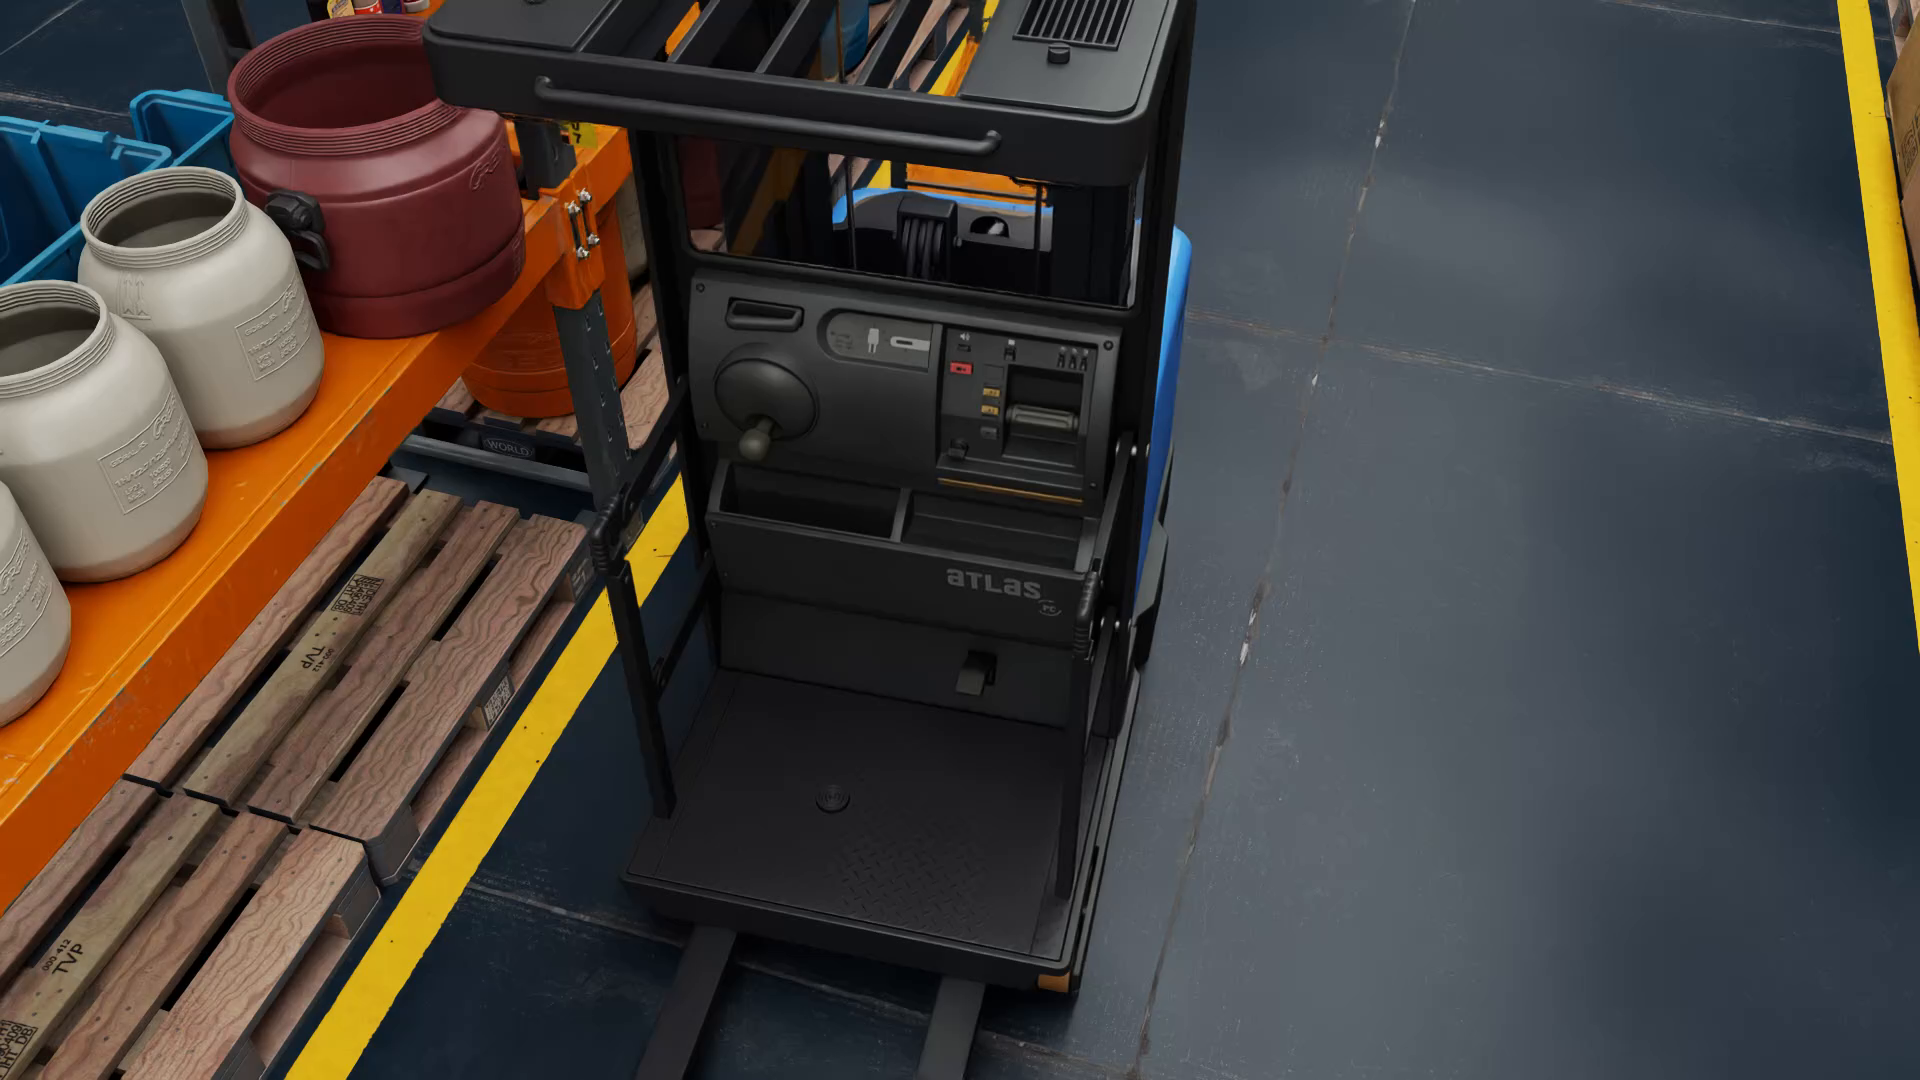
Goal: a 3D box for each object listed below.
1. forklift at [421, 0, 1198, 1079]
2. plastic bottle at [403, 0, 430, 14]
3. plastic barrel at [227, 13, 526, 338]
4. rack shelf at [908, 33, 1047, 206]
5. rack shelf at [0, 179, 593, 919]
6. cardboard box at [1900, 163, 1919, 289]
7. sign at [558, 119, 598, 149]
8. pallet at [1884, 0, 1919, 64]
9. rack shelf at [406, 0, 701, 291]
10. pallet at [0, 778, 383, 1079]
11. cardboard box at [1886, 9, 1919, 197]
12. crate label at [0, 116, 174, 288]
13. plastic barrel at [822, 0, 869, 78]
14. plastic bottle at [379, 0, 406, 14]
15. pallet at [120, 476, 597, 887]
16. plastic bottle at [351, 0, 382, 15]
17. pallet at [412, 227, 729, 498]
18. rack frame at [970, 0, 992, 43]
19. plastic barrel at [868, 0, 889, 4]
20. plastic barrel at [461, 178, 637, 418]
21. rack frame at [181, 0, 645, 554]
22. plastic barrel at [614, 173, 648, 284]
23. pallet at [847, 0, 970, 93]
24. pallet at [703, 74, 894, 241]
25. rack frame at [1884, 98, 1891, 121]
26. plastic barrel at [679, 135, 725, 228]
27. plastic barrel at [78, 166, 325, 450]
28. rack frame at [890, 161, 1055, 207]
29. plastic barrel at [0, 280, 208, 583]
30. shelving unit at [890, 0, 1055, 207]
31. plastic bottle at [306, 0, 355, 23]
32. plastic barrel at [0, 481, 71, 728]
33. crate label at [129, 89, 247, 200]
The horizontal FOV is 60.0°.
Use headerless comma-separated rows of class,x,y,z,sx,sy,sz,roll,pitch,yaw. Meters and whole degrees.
forklift,-0.177,-0.233,3.392,1.130,2.935,3.031,9,45,9
plastic bottle,-1.659,-1.693,4.977,0.097,0.201,0.097,0,44,0
plastic barrel,-1.348,-0.852,3.879,0.600,0.536,0.708,13,46,13
rack shelf,0.163,-1.216,5.270,0.538,0.278,1.000,9,45,9
rack shelf,-2.102,0.413,3.197,1.077,0.370,4.000,13,46,13
cardboard box,3.991,-1.158,5.508,1.225,0.875,0.875,11,45,11
sign,-0.970,-1.123,4.137,0.100,0.325,0.005,13,46,13
pallet,4.740,-2.288,7.437,1.003,0.211,1.213,13,46,13
rack shelf,-0.891,-2.253,5.922,1.077,0.370,4.000,13,46,13
pallet,-2.140,1.138,3.936,1.003,0.211,1.213,13,46,13
cardboard box,4.260,-1.754,6.117,1.225,0.875,0.875,13,46,13
crate label,-2.055,-0.585,3.677,0.502,0.435,0.616,13,46,13
plastic barrel,-0.681,-2.412,6.770,0.600,0.901,0.708,13,46,13
plastic bottle,-1.711,-1.649,4.874,0.061,0.283,0.133,13,46,13
pallet,-1.768,0.328,4.764,1.003,0.211,1.213,13,46,13
plastic bottle,-1.728,-1.539,4.820,0.097,0.201,0.097,0,44,0
pallet,-1.298,-0.715,5.829,1.003,0.211,1.213,13,46,13
rack frame,0.279,-1.353,5.828,0.500,1.125,0.032,9,45,9
plastic barrel,-0.466,-2.884,7.253,0.600,0.901,0.708,13,46,13
plastic barrel,-1.365,-0.881,5.257,0.600,0.830,0.708,13,46,13
rack frame,-1.497,-1.177,4.308,1.000,3.000,0.127,13,46,13
plastic barrel,-1.279,-1.163,5.772,0.421,0.512,0.421,0,44,0
pallet,-0.559,-2.341,7.491,1.003,0.211,1.213,13,46,13
pallet,-0.926,-1.525,6.658,1.003,0.211,1.213,13,46,13
rack frame,4.435,-2.794,5.961,1.000,3.000,0.127,13,46,13
plastic barrel,-1.023,-1.548,6.111,0.600,0.588,0.708,13,46,13
plastic barrel,-1.605,-0.486,3.522,0.421,0.512,0.421,0,44,0
rack frame,0.047,-0.660,5.121,0.500,1.125,0.032,9,45,9
plastic barrel,-1.732,-0.205,3.235,0.421,0.512,0.421,0,44,0
shelving unit,0.163,-1.007,5.474,0.538,1.125,1.048,9,45,9
plastic bottle,-1.781,-1.495,4.717,0.061,0.283,0.133,13,46,13
plastic barrel,-1.856,0.072,2.934,0.433,0.535,0.433,0,44,0
crate label,-1.981,-0.916,4.161,0.303,0.233,0.416,13,46,13
